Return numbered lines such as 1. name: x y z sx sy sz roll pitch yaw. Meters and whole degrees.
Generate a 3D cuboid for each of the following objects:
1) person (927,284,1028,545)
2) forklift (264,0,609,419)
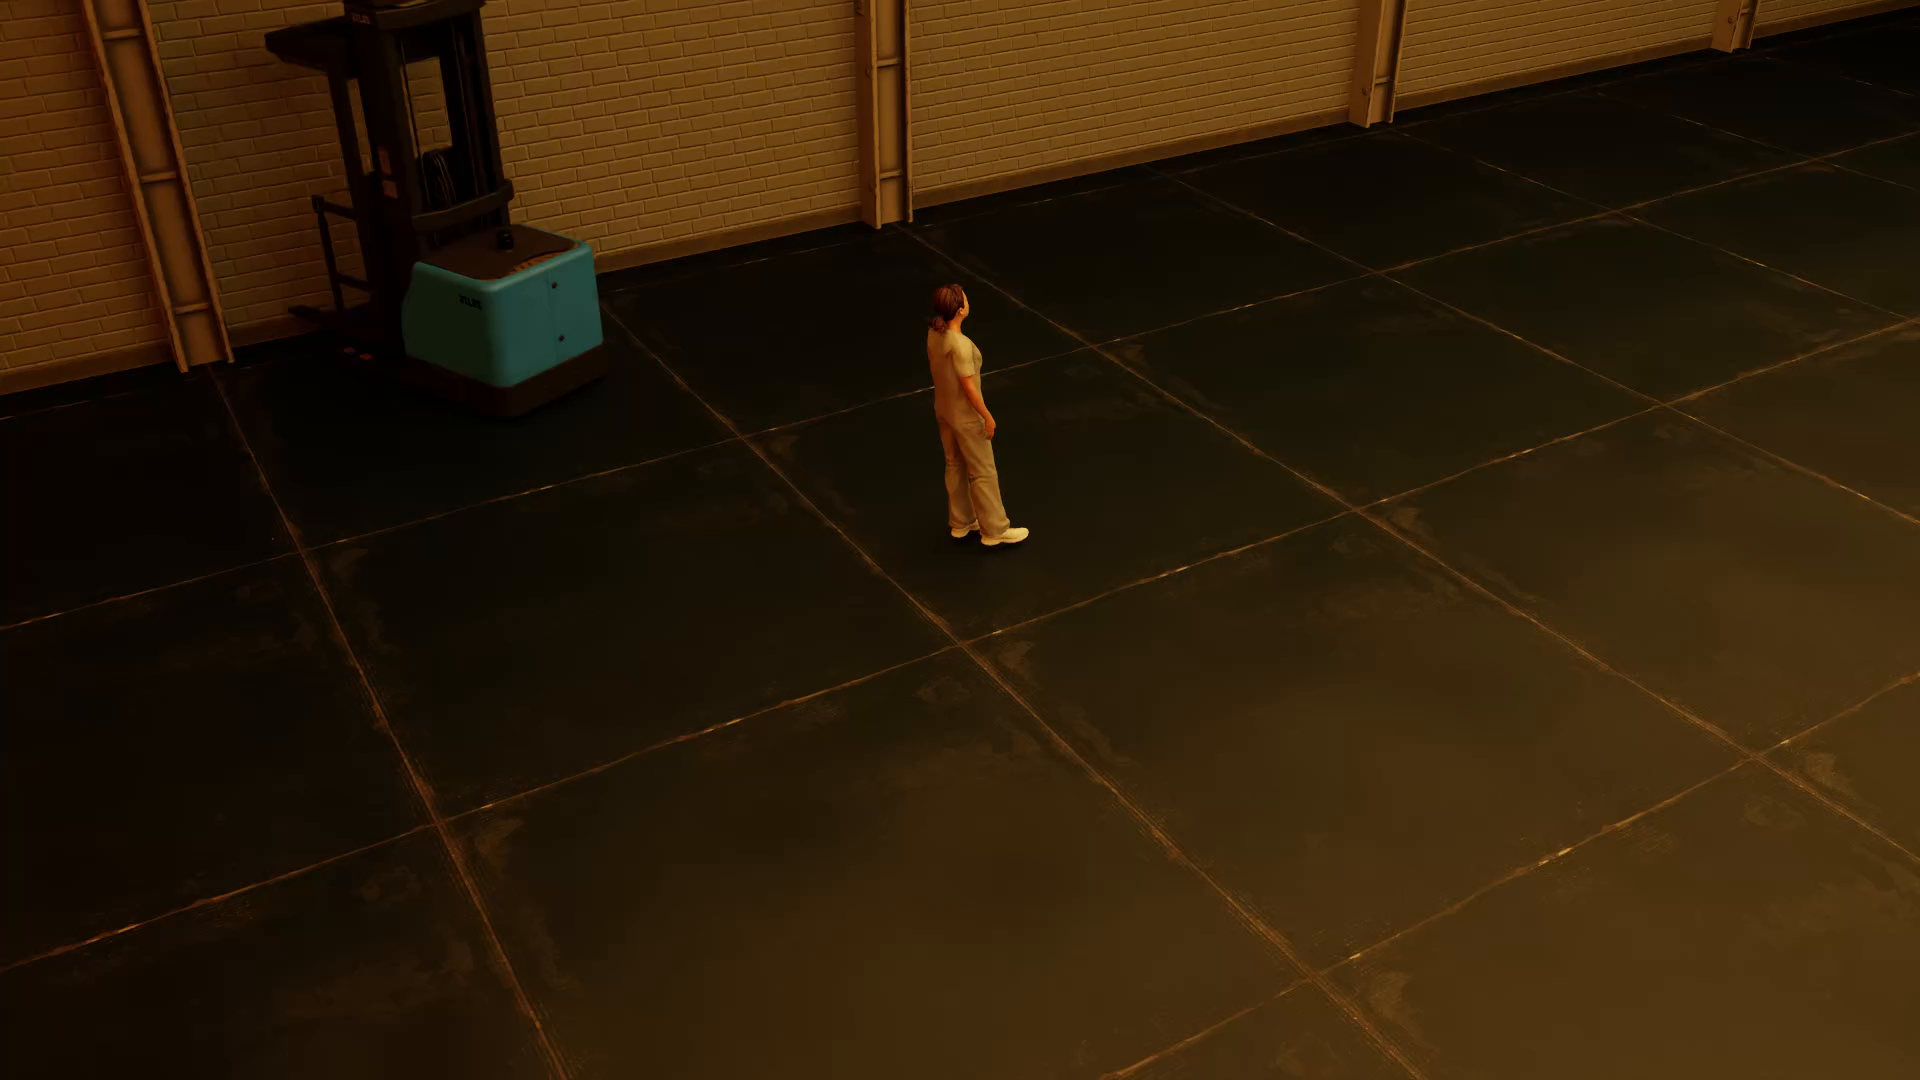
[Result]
1. person: 0.070 -0.773 10.067 0.549 1.675 0.549 -17 35 -26
2. forklift: -4.135 -2.700 12.156 3.031 2.935 1.130 20 36 29
